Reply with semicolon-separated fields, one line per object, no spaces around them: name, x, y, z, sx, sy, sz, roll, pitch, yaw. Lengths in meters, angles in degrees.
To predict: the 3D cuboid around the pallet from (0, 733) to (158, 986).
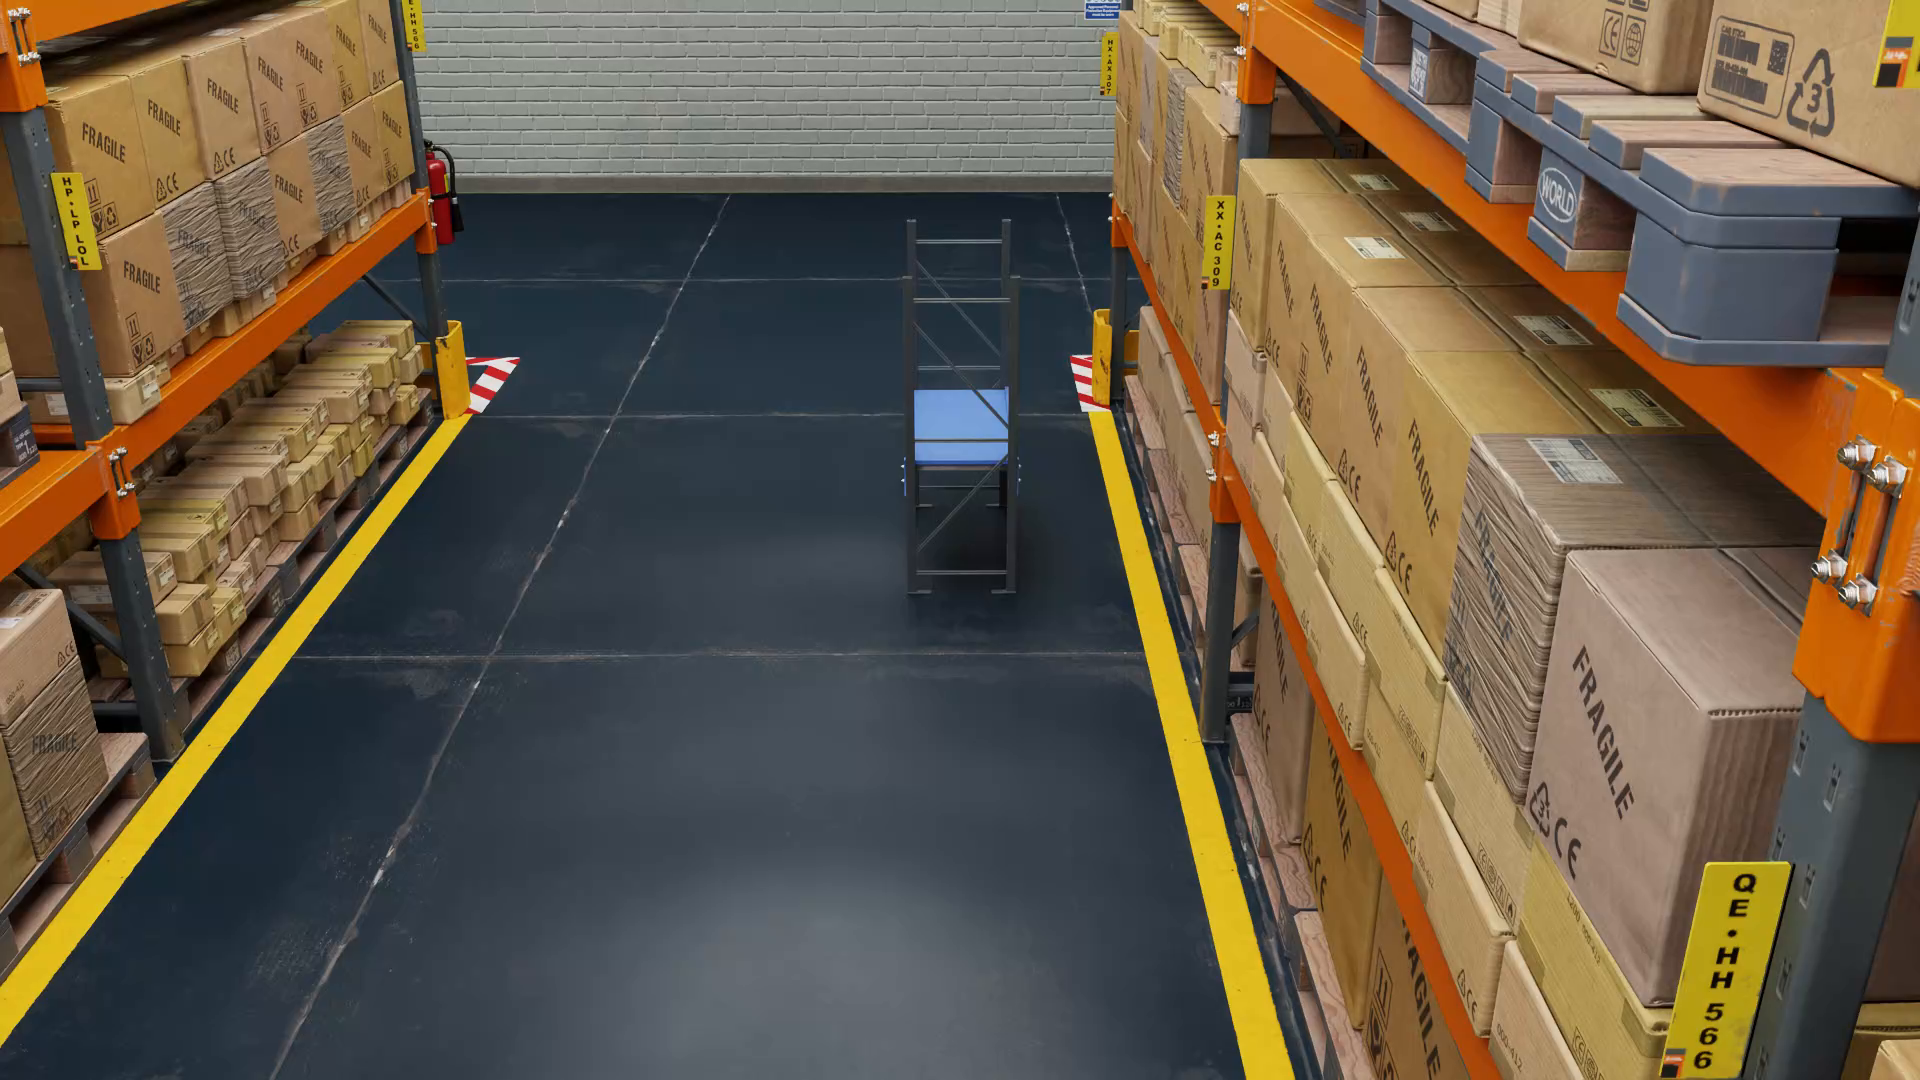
pallet;-3.495;1.061;5.648;1.003;0.211;1.213;0;24;-1

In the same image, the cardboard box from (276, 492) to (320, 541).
cardboard box;-3.242;-0.109;7.801;0.380;0.149;0.250;-1;24;-2

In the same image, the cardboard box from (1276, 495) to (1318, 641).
cardboard box;1.181;0.081;4.613;0.500;0.250;0.500;0;24;-1

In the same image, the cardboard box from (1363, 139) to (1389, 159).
cardboard box;1.681;-1.293;6.134;0.500;0.500;0.500;0;24;0

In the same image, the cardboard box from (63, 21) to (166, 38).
cardboard box;-3.805;-1.997;7.330;0.500;0.500;0.500;-1;24;-2

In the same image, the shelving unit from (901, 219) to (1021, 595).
shelving unit;0.001;-0.648;7.863;0.538;1.500;1.048;0;24;-1

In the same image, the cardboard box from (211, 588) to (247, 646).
cardboard box;-3.190;0.316;6.861;0.380;0.149;0.250;0;24;1

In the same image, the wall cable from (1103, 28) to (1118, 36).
wall cable;1.315;-5.043;14.490;0.585;1.953;0.123;0;24;-1

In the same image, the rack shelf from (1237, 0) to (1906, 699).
rack shelf;1.466;-0.809;3.632;1.077;0.370;4.000;0;24;-1

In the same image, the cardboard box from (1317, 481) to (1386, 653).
cardboard box;1.187;0.060;4.053;0.500;0.250;0.500;-1;24;-2

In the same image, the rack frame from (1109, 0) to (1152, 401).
rack frame;1.400;-2.243;9.568;1.000;3.000;0.127;0;24;-1

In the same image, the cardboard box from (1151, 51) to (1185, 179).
cardboard box;1.153;-1.914;7.508;0.500;0.500;0.500;0;24;0

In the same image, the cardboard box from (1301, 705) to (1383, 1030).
cardboard box;1.548;0.810;4.888;0.875;0.875;0.875;0;24;1

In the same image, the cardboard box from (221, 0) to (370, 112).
cardboard box;-3.289;-2.419;8.263;0.500;0.500;0.500;-1;24;-2

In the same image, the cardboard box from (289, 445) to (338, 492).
cardboard box;-3.216;-0.344;7.959;0.380;0.149;0.250;0;24;0

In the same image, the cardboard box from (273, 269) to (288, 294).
cardboard box;-3.293;-1.187;7.539;0.380;0.149;0.250;1;24;1

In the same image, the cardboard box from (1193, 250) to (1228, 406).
cardboard box;1.183;-0.830;6.324;0.500;0.500;0.500;0;24;0

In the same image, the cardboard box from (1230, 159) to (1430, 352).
cardboard box;1.161;-0.913;5.294;0.500;0.500;0.500;0;24;0

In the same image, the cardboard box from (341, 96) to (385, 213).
cardboard box;-3.286;-1.964;8.469;0.500;0.500;0.500;-1;24;-1

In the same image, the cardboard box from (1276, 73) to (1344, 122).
cardboard box;1.228;-1.626;6.083;0.380;0.149;0.250;0;24;1

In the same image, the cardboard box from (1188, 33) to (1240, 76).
cardboard box;1.171;-2.044;7.007;0.380;0.149;0.250;-1;24;-2

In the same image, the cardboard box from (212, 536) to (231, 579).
cardboard box;-3.320;0.087;7.007;0.380;0.149;0.250;0;24;-1

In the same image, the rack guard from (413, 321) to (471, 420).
rack guard;-3.548;-1.008;9.873;1.175;0.500;0.348;0;24;-1

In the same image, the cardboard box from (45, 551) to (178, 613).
cardboard box;-3.302;0.163;6.477;0.380;0.149;0.250;1;24;2

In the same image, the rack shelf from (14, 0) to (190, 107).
rack shelf;-3.527;-2.394;7.135;1.077;0.370;4.000;0;24;-1

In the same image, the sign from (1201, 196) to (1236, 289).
sign;0.889;-1.022;5.722;0.100;0.325;0.005;0;24;-1

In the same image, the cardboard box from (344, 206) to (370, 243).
cardboard box;-3.253;-1.620;8.497;0.380;0.149;0.250;0;24;1

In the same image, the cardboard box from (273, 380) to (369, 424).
cardboard box;-3.216;-0.698;8.381;0.380;0.149;0.250;1;24;1

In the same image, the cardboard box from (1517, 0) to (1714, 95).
cardboard box;1.287;-0.957;2.455;0.700;0.500;0.500;-1;24;-3

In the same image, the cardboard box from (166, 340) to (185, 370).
cardboard box;-3.313;-0.750;6.573;0.380;0.149;0.250;-1;24;-3

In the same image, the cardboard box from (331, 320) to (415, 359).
cardboard box;-3.289;-1.125;9.326;0.380;0.149;0.250;0;24;0

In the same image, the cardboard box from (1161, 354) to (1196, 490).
cardboard box;1.526;-0.618;8.576;0.875;0.438;0.875;0;24;1

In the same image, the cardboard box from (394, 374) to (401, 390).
cardboard box;-3.308;-0.882;9.150;0.380;0.149;0.250;-1;24;-2

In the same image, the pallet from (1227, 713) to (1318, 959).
pallet;1.528;0.994;5.796;1.003;0.211;1.213;0;24;-1

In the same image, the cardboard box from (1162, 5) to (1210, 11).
cardboard box;1.166;-2.460;7.928;0.380;0.149;0.250;0;24;0

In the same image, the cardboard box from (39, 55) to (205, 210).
cardboard box;-3.287;-1.568;6.381;0.500;0.500;0.500;-1;24;-2

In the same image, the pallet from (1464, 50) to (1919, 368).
pallet;1.427;-0.492;2.287;1.213;0.211;1.003;1;24;2

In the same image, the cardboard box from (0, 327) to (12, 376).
cardboard box;-3.303;-0.580;5.326;0.380;0.149;0.250;0;24;1

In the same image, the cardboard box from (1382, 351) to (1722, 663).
cardboard box;1.208;-0.075;3.441;0.500;0.500;0.500;0;24;-1

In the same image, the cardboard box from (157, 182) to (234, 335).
cardboard box;-3.271;-1.121;6.605;0.500;0.500;0.500;0;24;-1

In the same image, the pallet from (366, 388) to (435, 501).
pallet;-3.574;-0.542;9.192;1.003;0.211;1.213;0;24;-1

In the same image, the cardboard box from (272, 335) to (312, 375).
cardboard box;-3.759;-1.012;9.075;0.380;0.149;0.250;0;24;0

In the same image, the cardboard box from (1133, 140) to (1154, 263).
cardboard box;1.139;-1.671;8.184;0.500;0.500;0.500;0;24;-1

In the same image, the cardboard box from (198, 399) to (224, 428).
cardboard box;-3.848;-0.583;8.126;0.380;0.149;0.250;0;24;0

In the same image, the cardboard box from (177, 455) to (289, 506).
cardboard box;-3.244;-0.267;7.429;0.380;0.149;0.250;0;24;1

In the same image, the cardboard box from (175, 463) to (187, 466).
cardboard box;-3.732;-0.338;7.946;0.380;0.149;0.250;1;24;2

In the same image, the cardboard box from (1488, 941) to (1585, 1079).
cardboard box;1.222;0.915;2.769;0.500;0.250;0.500;-1;24;-2

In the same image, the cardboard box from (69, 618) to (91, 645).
cardboard box;-3.769;0.310;6.875;0.380;0.149;0.250;0;24;1

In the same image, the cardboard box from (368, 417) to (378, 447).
cardboard box;-3.298;-0.539;8.751;0.380;0.149;0.250;0;24;0

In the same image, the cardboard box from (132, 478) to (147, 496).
cardboard box;-3.746;-0.154;7.179;0.380;0.149;0.250;1;24;1
